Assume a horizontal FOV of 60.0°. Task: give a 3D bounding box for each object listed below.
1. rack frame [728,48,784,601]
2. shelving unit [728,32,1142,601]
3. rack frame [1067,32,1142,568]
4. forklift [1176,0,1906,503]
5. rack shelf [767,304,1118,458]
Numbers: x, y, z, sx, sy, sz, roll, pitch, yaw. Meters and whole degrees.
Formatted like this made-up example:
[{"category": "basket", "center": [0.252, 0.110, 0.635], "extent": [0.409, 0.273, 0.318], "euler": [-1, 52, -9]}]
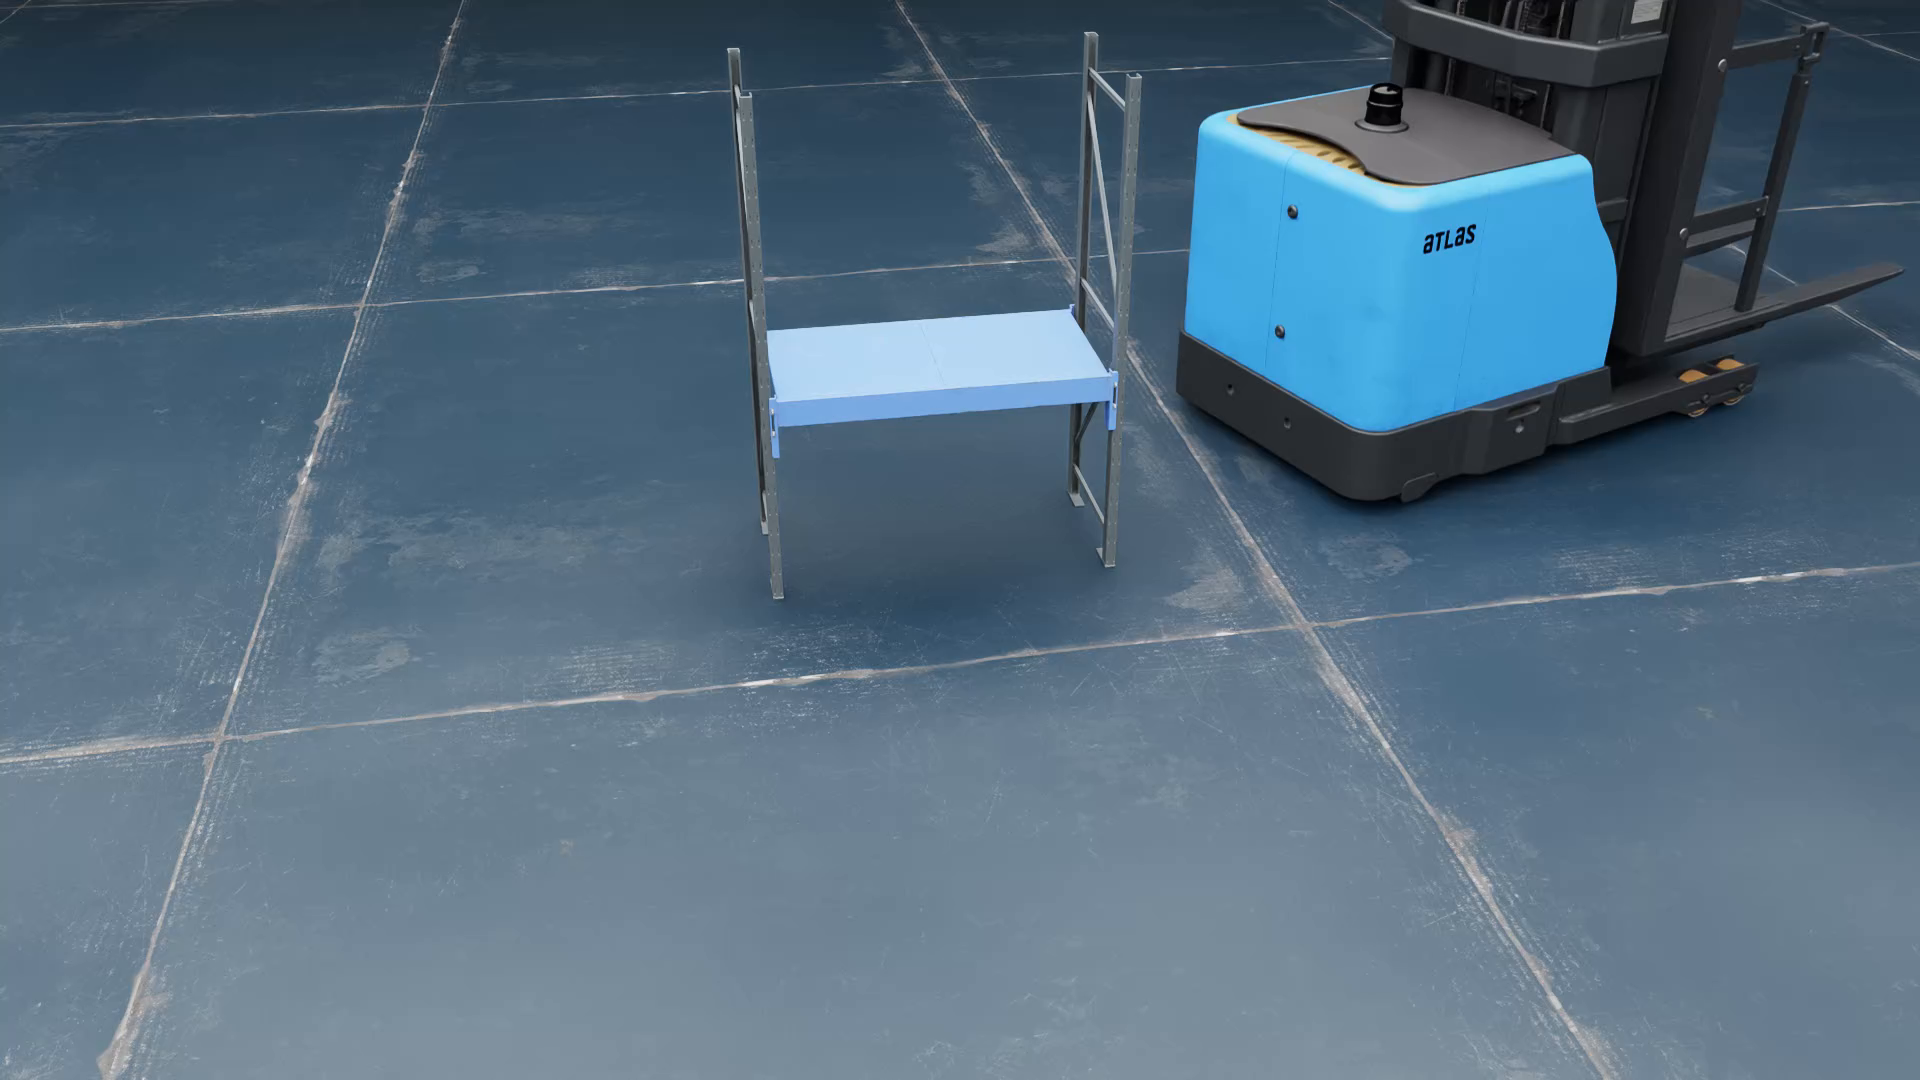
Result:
[{"category": "rack frame", "center": [-0.584, -0.592, 4.778], "extent": [0.032, 1.500, 0.500], "euler": [-5, 31, -9]}, {"category": "shelving unit", "center": [-0.084, -0.639, 4.857], "extent": [1.048, 1.500, 0.538], "euler": [-5, 31, -9]}, {"category": "rack frame", "center": [0.416, -0.685, 4.936], "extent": [0.032, 1.500, 0.500], "euler": [-5, 31, -9]}, {"category": "forklift", "center": [2.316, -1.922, 5.626], "extent": [3.031, 2.935, 1.130], "euler": [-16, 34, -26]}, {"category": "rack shelf", "center": [-0.084, -0.484, 4.948], "extent": [1.000, 0.185, 0.538], "euler": [-5, 31, -9]}]
